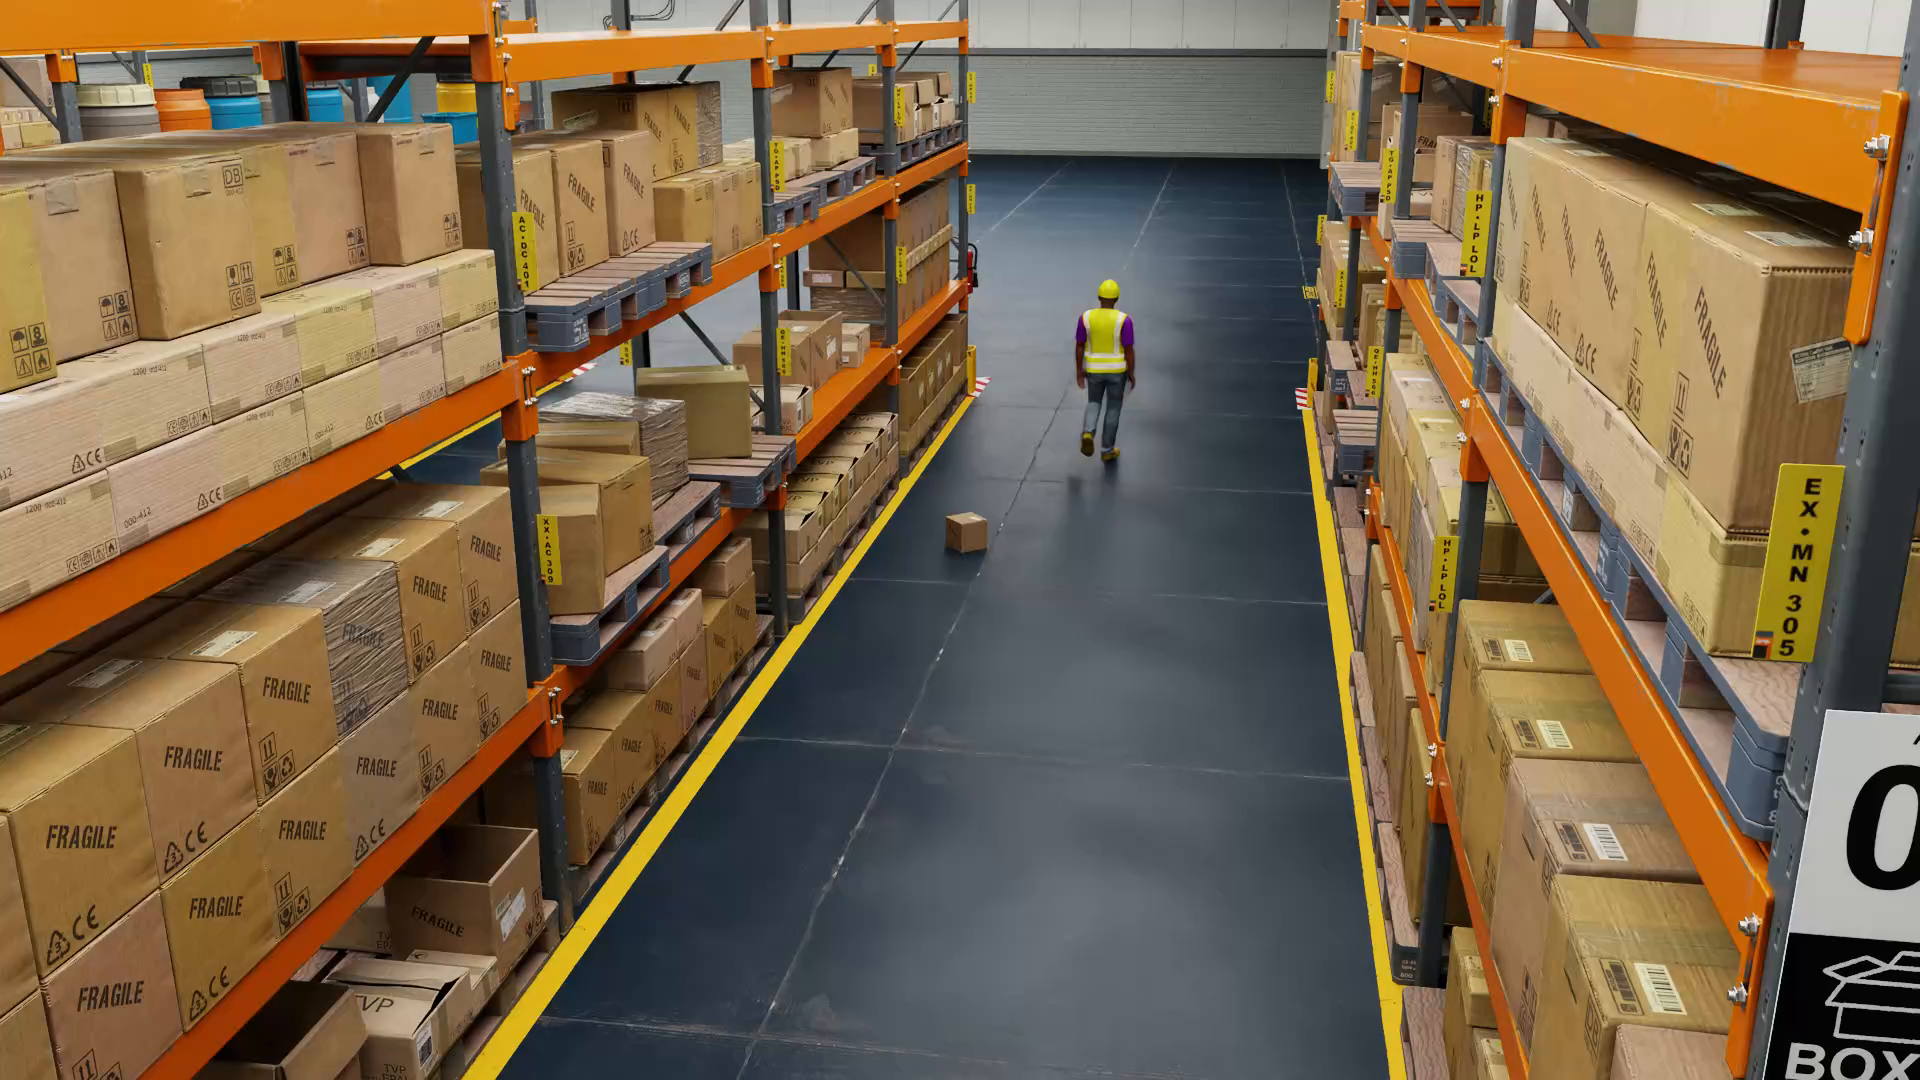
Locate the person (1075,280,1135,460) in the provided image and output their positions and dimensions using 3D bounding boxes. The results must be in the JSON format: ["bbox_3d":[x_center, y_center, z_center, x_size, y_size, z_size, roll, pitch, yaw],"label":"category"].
[{"bbox_3d":[1.398,-1.630,16.023,0.578,1.753,0.527,6,19,19],"label":"person"}]
